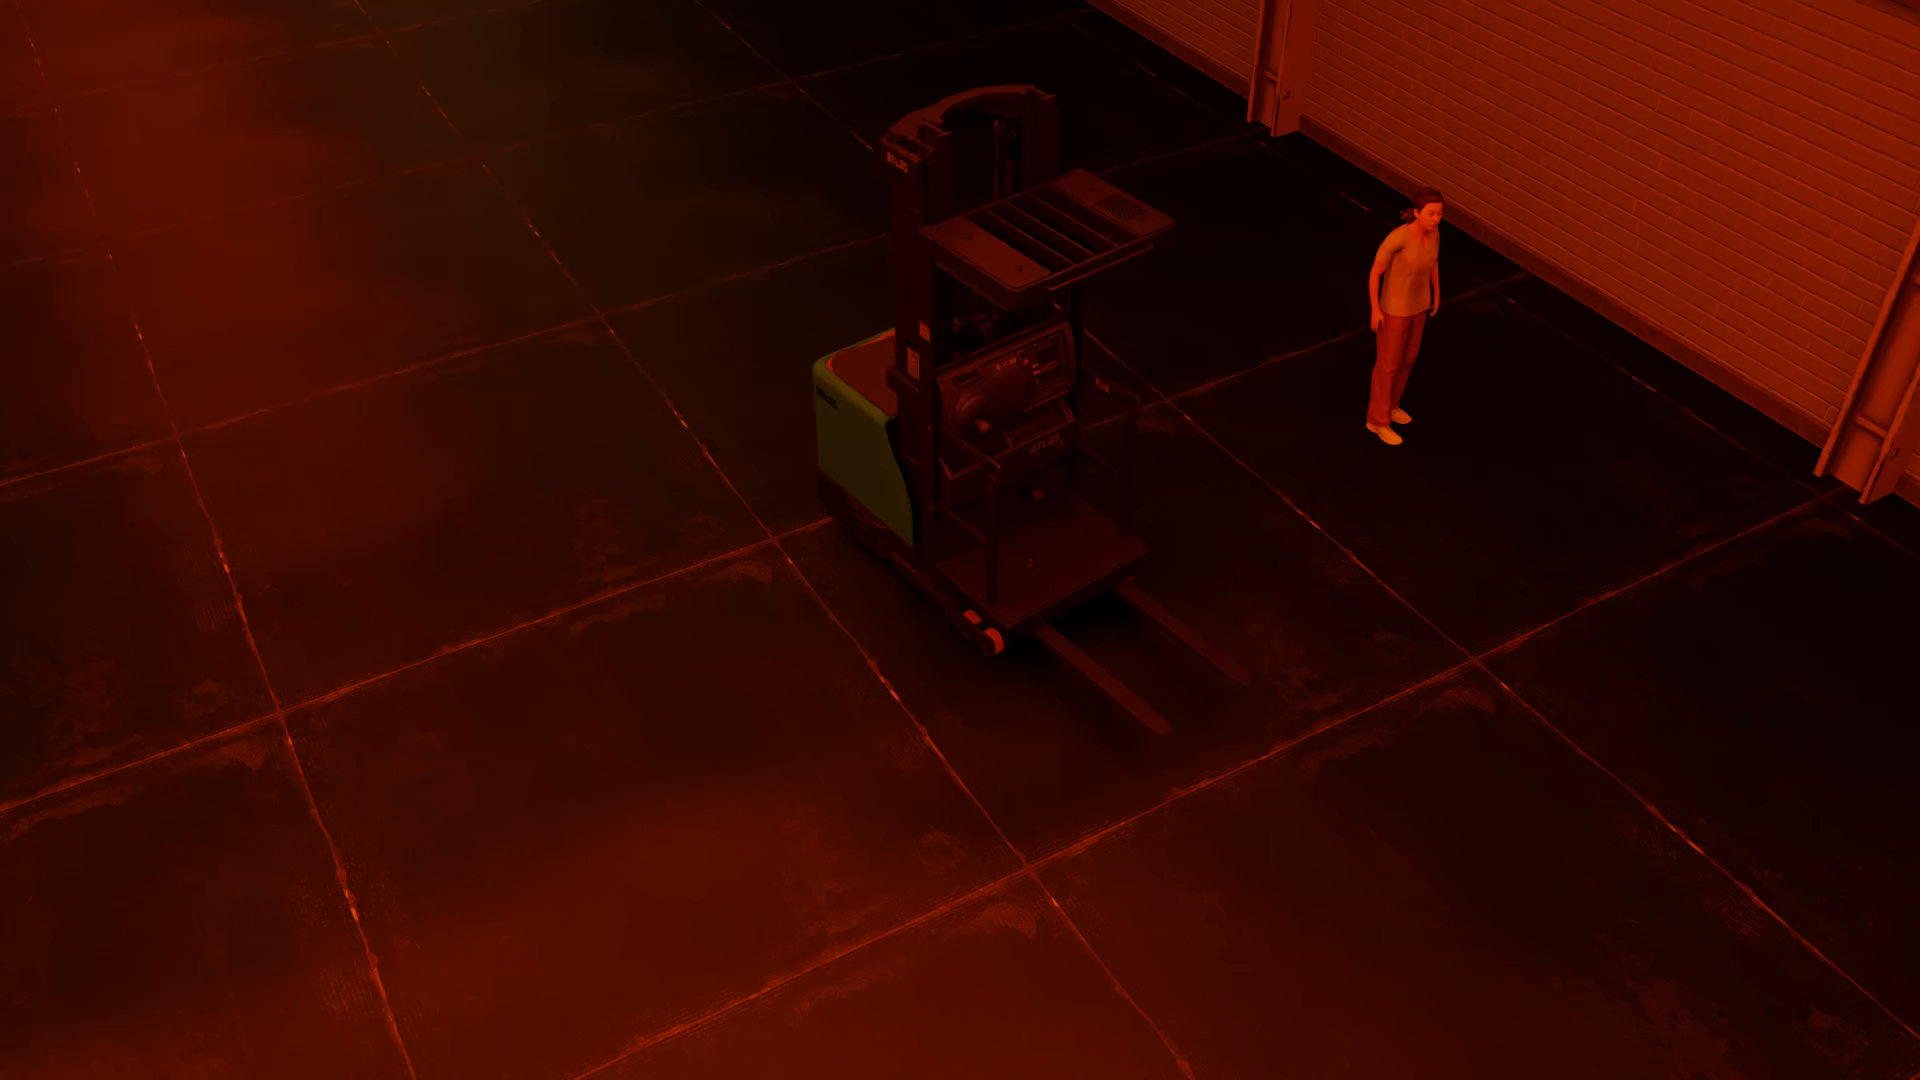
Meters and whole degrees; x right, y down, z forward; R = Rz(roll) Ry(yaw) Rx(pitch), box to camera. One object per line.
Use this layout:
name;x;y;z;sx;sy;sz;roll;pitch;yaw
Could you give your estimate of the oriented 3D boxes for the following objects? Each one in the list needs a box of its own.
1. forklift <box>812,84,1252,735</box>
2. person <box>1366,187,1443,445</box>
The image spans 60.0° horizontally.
forklift;0.399;-0.822;9.027;1.130;2.935;3.031;-27;47;-28
person;2.935;-1.462;10.788;0.592;1.671;0.528;-24;45;-26
